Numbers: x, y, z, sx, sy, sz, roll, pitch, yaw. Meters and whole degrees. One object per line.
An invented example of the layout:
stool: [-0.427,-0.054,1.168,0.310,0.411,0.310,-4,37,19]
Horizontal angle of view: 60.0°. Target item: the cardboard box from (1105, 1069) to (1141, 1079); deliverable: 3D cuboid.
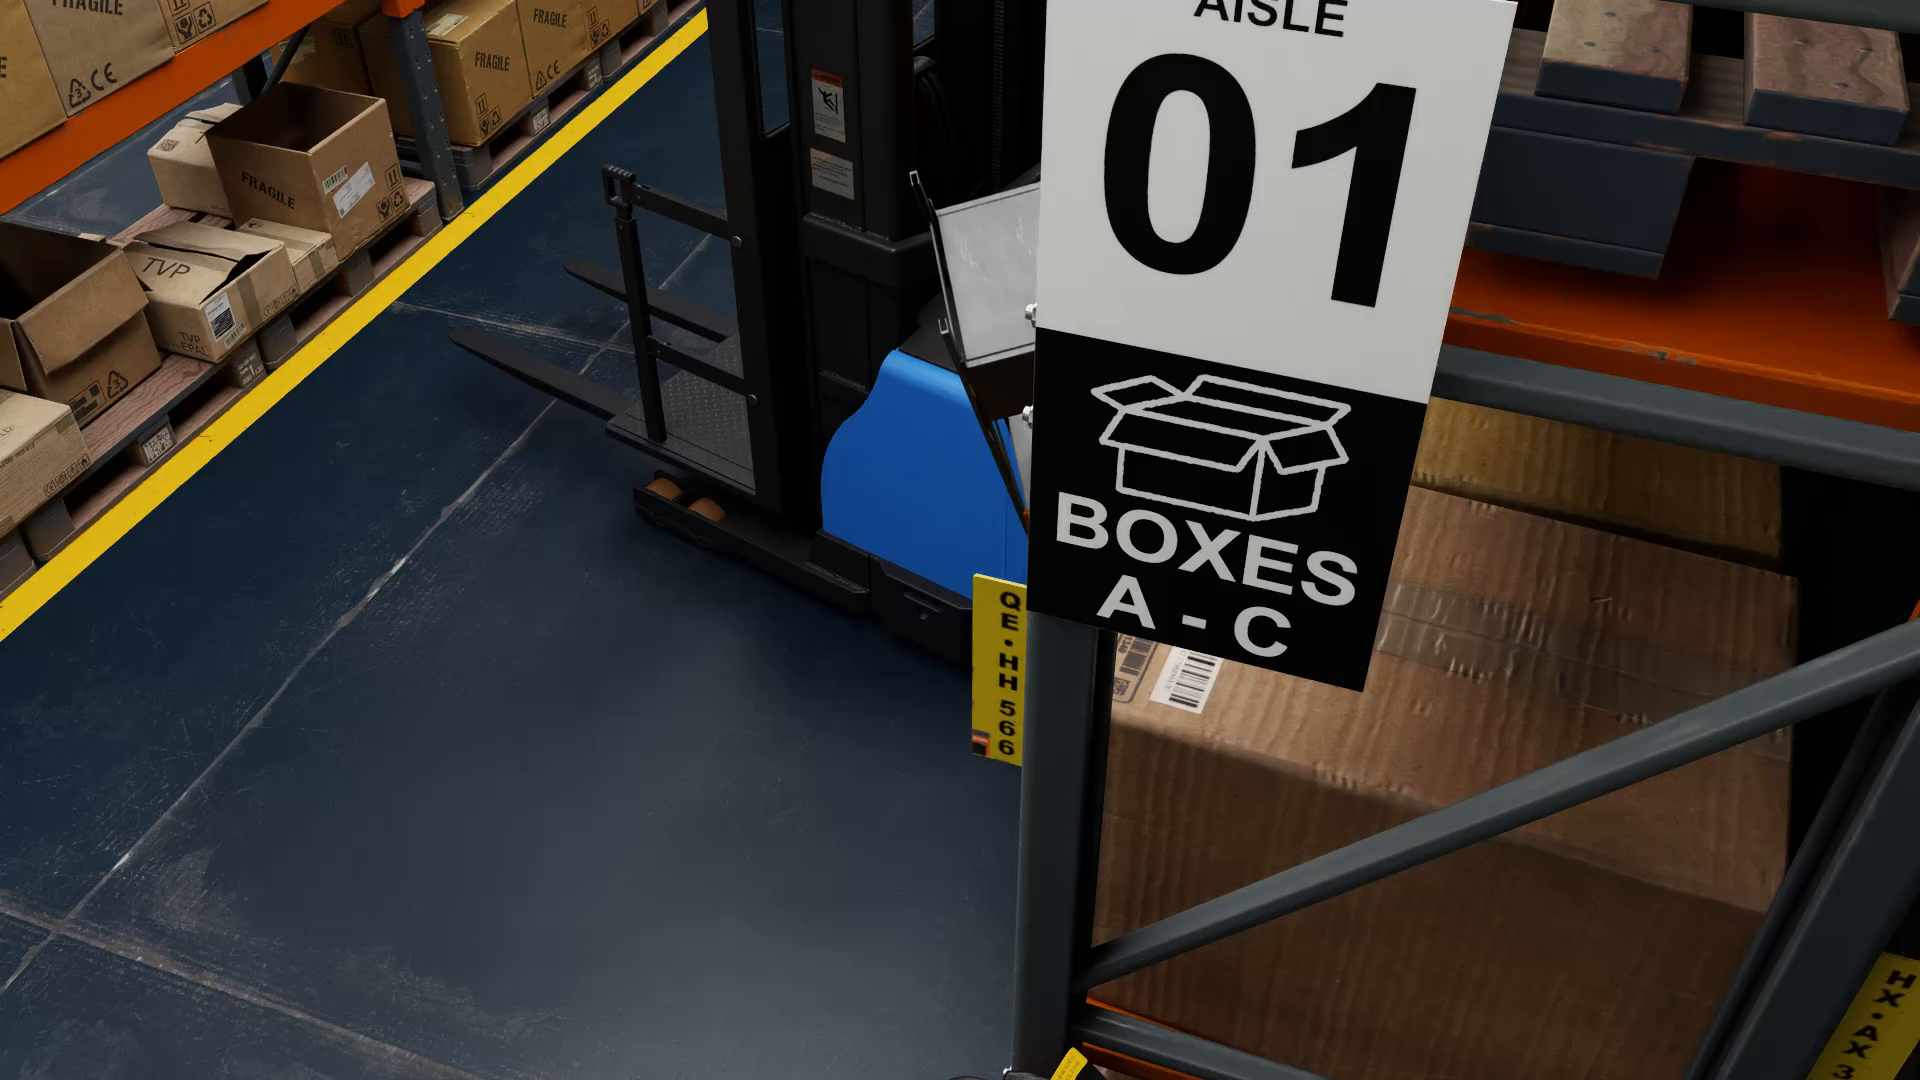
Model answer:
cardboard box: [0.714,1.179,3.660,0.700,0.500,0.500,13,42,15]

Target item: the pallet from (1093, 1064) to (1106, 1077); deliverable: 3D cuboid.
pallet: [0.769,1.393,3.955,1.003,0.211,1.213,13,42,15]

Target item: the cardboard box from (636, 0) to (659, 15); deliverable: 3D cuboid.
cardboard box: [-1.802,-3.097,8.655,0.500,0.500,0.500,12,42,13]

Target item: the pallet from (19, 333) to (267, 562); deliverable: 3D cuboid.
pallet: [-3.371,-0.474,6.143,1.003,0.211,1.213,13,42,15]

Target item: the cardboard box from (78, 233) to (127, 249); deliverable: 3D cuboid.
cardboard box: [-3.353,-1.052,6.516,0.380,0.166,0.250,13,42,15]

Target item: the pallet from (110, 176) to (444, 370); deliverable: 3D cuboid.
pallet: [-2.955,-1.221,7.018,1.003,0.211,1.213,13,42,15]

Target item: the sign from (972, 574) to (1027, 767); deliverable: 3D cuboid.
sign: [0.064,0.177,2.157,0.100,0.325,0.005,13,42,15]

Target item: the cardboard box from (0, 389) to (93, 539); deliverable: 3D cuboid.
cardboard box: [-3.293,-0.260,5.524,0.500,0.250,0.500,13,42,15]

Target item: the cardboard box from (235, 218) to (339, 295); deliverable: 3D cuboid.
cardboard box: [-2.720,-1.130,6.621,0.380,0.149,0.250,13,42,15]

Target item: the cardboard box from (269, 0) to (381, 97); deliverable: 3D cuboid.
cardboard box: [-2.820,-2.281,7.700,0.500,0.500,0.500,13,42,15]

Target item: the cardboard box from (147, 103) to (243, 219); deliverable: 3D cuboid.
cardboard box: [-3.066,-1.637,7.090,0.500,0.311,0.500,13,42,15]

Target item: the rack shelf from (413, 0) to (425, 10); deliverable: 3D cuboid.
rack shelf: [-2.036,-3.646,8.267,1.077,0.370,4.000,13,42,15]

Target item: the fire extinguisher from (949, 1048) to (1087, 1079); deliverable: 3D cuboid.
fire extinguisher: [0.084,0.998,2.617,0.296,0.674,0.183,13,42,15]

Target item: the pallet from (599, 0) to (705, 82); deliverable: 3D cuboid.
pallet: [-2.061,-2.890,8.975,1.003,0.211,1.213,13,42,15]

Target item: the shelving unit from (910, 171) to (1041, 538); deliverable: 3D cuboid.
shelving unit: [0.395,-0.195,4.179,0.503,2.100,0.431,-14,63,7]

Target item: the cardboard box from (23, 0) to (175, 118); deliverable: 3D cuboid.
cardboard box: [-2.998,-1.748,5.410,0.500,0.500,0.500,14,42,16]

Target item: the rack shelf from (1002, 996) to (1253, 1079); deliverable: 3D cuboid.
rack shelf: [1.253,-0.109,4.121,1.077,0.370,4.000,13,42,15]

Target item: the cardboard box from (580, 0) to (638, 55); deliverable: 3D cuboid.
cardboard box: [-1.975,-2.788,8.294,0.500,0.500,0.500,14,42,16]

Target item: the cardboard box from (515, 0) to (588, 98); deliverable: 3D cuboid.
cardboard box: [-2.153,-2.485,7.939,0.500,0.500,0.500,14,42,16]

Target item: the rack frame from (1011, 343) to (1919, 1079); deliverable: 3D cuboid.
rack frame: [0.569,0.837,2.458,1.000,3.000,0.127,13,42,15]

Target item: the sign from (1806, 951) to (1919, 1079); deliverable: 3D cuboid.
sign: [1.089,0.604,2.003,0.100,0.325,0.005,13,42,15]

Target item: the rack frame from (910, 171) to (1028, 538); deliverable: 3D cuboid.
rack frame: [0.160,-0.136,4.208,0.015,2.100,0.400,-14,63,7]

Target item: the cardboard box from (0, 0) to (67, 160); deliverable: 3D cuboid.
cardboard box: [-3.169,-1.436,5.046,0.500,0.500,0.500,14,42,16]

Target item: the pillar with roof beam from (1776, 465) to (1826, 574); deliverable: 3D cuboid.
pillar with roof beam: [-1.535,-4.222,3.765,9.100,9.000,0.400,13,42,15]

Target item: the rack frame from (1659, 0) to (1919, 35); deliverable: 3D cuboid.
rack frame: [0.569,-1.446,0.511,1.000,3.000,0.127,13,42,15]

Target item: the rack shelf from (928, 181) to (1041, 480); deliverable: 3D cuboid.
rack shelf: [0.250,-0.480,3.572,0.480,0.518,0.431,-14,63,7]

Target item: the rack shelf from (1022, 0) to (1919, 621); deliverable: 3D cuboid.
rack shelf: [1.253,-1.251,3.148,1.077,0.370,4.000,13,42,15]

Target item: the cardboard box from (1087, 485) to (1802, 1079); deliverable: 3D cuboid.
cardboard box: [0.734,0.409,2.728,0.980,0.700,0.700,15,43,17]

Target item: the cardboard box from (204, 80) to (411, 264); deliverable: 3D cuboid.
cardboard box: [-2.648,-1.506,6.791,0.500,0.500,0.500,13,42,15]

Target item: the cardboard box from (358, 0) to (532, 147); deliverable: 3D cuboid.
cardboard box: [-2.325,-2.157,7.555,0.500,0.500,0.500,11,42,13]

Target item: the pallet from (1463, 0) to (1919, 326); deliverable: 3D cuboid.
pallet: [0.813,-0.725,2.046,1.003,0.211,1.213,13,42,15]

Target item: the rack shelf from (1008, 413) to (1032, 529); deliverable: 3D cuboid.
rack shelf: [0.398,-0.189,4.191,0.480,0.518,0.431,-14,63,7]

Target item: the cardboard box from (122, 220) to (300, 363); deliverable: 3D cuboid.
cardboard box: [-2.904,-0.977,6.316,0.500,0.311,0.500,13,42,15]

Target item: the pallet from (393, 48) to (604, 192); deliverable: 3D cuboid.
pallet: [-2.477,-2.144,8.100,1.003,0.211,1.213,13,42,15]

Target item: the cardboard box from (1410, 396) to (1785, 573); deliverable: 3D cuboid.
cardboard box: [0.972,-0.037,3.251,0.980,0.700,0.700,13,42,15]

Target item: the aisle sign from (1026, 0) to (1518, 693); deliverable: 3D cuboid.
aisle sign: [0.263,-0.175,1.641,0.394,0.787,0.004,13,42,15]

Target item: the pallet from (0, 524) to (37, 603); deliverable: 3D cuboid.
pallet: [-3.790,0.268,5.274,1.003,0.211,1.213,13,42,15]

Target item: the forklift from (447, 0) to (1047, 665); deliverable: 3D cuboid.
forklift: [-0.518,-1.348,5.071,3.031,2.935,1.130,24,46,26]

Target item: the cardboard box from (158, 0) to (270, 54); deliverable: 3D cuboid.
cardboard box: [-2.824,-2.062,5.778,0.500,0.500,0.500,14,43,16]

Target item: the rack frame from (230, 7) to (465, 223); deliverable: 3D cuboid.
rack frame: [-2.719,-2.700,6.604,1.000,3.000,0.127,13,42,15]

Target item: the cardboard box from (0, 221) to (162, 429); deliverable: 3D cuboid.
cardboard box: [-3.357,-0.771,5.927,0.797,0.503,0.637,13,42,15]

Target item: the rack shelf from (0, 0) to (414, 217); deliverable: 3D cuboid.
rack shelf: [-3.403,-1.207,5.407,1.077,0.370,4.000,13,42,15]
